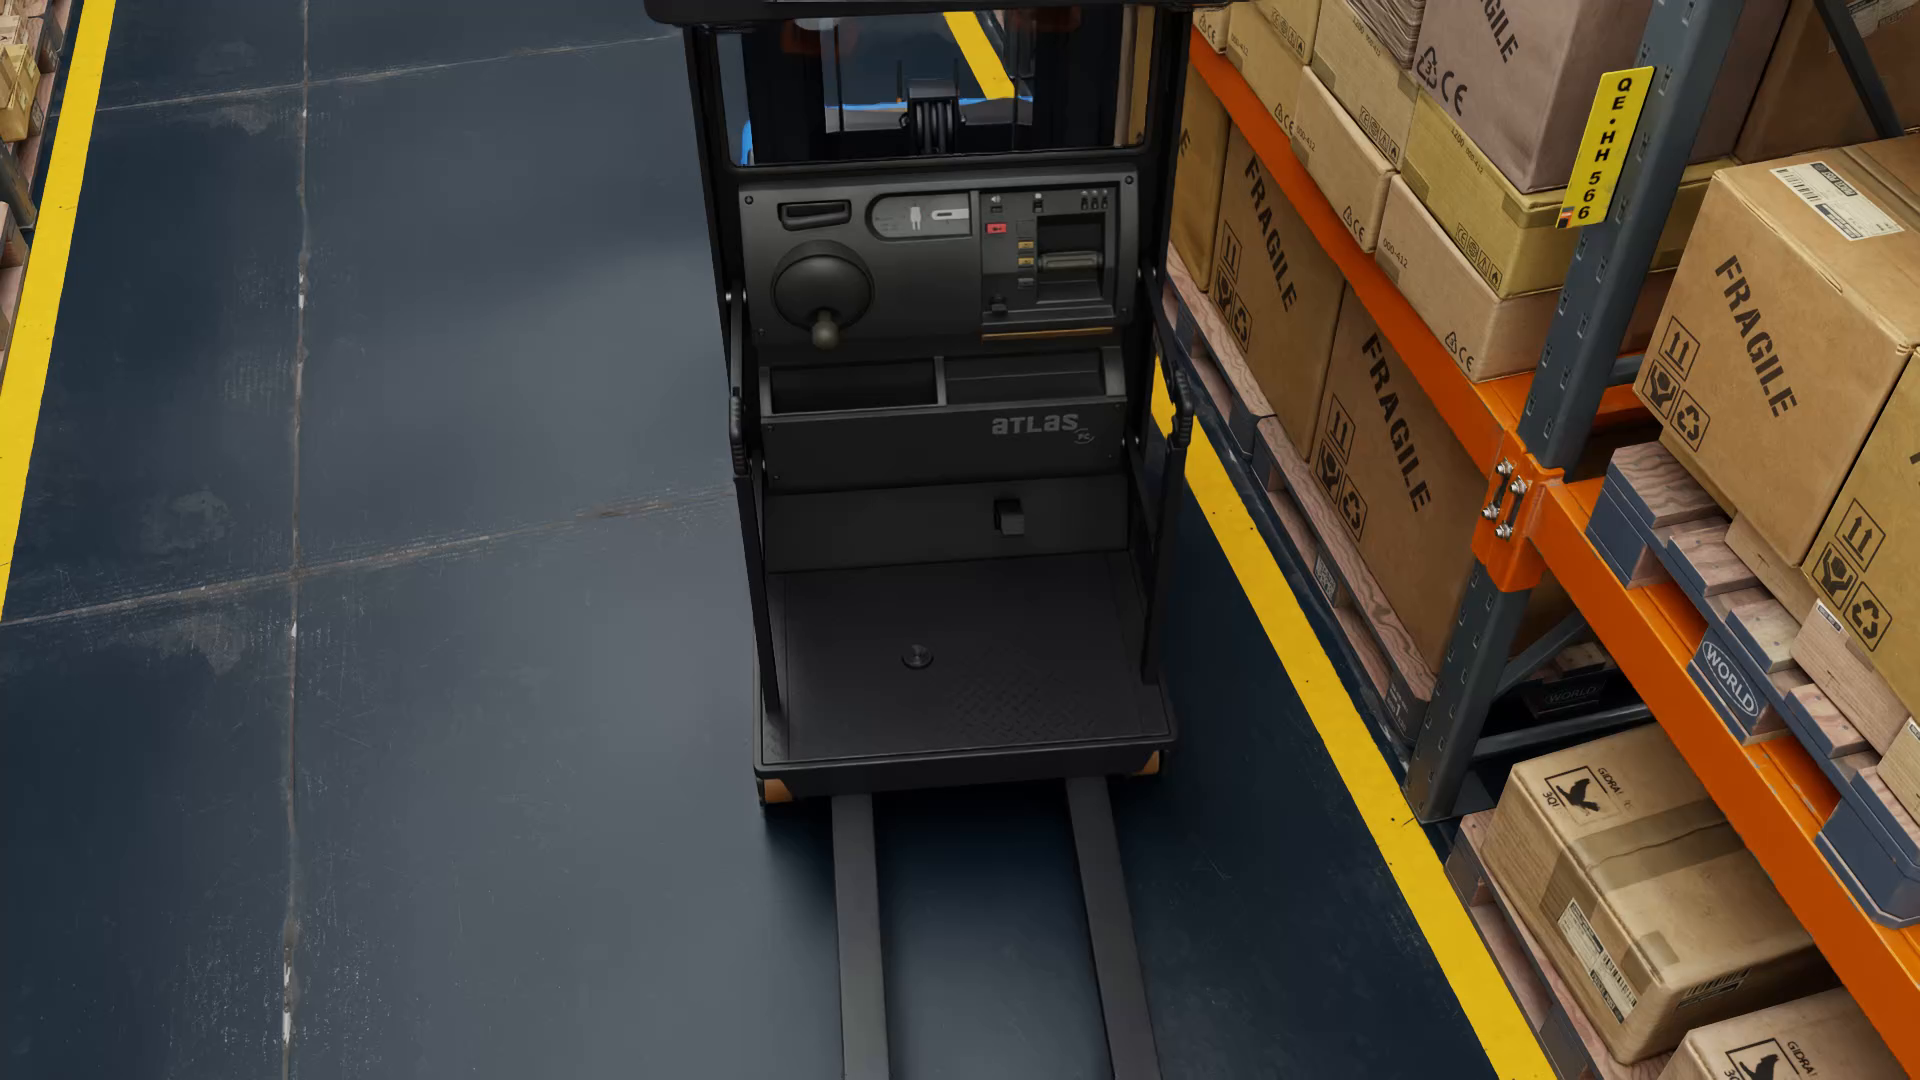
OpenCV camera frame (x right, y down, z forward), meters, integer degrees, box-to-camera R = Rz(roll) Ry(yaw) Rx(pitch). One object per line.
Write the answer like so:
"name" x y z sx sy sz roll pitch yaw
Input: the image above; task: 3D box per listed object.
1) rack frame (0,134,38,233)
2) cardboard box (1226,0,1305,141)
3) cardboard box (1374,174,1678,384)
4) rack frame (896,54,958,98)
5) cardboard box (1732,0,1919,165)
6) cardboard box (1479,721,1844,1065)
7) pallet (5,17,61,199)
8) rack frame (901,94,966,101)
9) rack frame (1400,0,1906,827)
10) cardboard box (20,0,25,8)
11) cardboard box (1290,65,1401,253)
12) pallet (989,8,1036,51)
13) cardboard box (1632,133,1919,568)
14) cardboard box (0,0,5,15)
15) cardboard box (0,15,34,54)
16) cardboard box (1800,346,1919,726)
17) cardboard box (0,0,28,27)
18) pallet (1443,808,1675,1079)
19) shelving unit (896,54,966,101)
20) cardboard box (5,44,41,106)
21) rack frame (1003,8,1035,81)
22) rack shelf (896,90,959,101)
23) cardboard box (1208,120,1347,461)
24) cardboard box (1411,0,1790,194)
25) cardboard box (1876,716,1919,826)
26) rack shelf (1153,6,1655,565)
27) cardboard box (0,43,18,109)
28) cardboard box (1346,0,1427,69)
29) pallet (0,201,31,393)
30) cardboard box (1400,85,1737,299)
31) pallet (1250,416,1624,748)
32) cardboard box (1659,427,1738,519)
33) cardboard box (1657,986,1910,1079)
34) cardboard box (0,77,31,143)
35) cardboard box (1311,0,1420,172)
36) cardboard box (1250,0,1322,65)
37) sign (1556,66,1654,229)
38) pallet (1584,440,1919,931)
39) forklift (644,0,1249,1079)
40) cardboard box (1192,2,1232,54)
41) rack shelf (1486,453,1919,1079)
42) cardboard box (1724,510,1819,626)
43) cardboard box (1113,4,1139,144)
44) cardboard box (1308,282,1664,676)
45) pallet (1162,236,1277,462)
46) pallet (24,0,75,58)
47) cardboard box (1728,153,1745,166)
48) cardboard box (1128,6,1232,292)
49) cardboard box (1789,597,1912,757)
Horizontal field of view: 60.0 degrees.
"rack frame" -4.073 -2.196 5.302 1.000 3.000 0.127 -11 47 -10
"cardboard box" 1.070 -1.359 4.587 0.500 0.250 0.500 -11 47 -11
"cardboard box" 1.329 -0.658 3.900 0.500 0.250 0.500 -12 47 -12
"rack frame" -0.105 -1.171 5.662 0.200 1.050 0.008 -4 46 -4
"cardboard box" 1.820 -1.179 3.536 0.500 0.500 0.500 -12 47 -12
"cardboard box" 1.845 0.755 3.955 0.950 0.372 0.625 -14 47 -13
"pallet" -4.280 -1.677 6.746 1.003 0.211 1.213 -11 47 -10
"rack frame" -0.082 -0.997 5.492 0.200 1.050 0.008 -4 46 -4
"rack frame" 1.710 -0.409 3.551 1.000 3.000 0.127 -11 47 -10
"cardboard box" -4.254 -2.347 7.152 0.380 0.149 0.250 -13 47 -12
"cardboard box" 1.183 -1.008 4.243 0.500 0.250 0.500 -10 46 -10
"pallet" 0.567 -2.734 7.782 1.003 0.211 1.213 -11 47 -10
"cardboard box" 1.601 -0.342 2.913 0.500 0.500 0.500 -12 47 -11
"cardboard box" -4.172 -2.265 6.863 0.380 0.149 0.250 -13 47 -12
"cardboard box" -4.038 -2.001 6.813 0.380 0.149 0.250 -11 47 -11
"cardboard box" 1.742 0.016 2.562 0.500 0.500 0.500 -9 46 -8
"cardboard box" -4.151 -2.167 6.976 0.380 0.149 0.250 -12 47 -11
"pallet" 1.908 1.107 4.018 1.003 0.211 1.213 -11 47 -10
"shelving unit" -0.094 -1.084 5.577 0.215 1.050 0.252 -4 46 -4
"cardboard box" -3.924 -1.839 6.654 0.380 0.149 0.250 -9 46 -9
"rack frame" 0.686 -3.171 6.257 1.000 3.000 0.127 -11 47 -10
"rack shelf" -0.094 -1.275 5.382 0.215 0.259 0.240 -4 46 -4
"cardboard box" 1.389 -0.921 5.246 0.875 0.875 0.875 -10 46 -10
"cardboard box" 1.325 -1.103 3.461 0.500 0.500 0.500 -12 47 -11
"cardboard box" 1.729 0.382 2.657 0.380 0.149 0.250 -10 47 -10
"rack shelf" 1.198 -1.538 5.161 1.077 0.370 4.000 -11 47 -10
"cardboard box" -3.857 -1.758 6.367 0.380 0.149 0.250 -9 46 -8
"cardboard box" 1.185 -1.456 3.807 0.500 0.500 0.500 -10 46 -10
"pallet" -3.873 -0.683 5.771 1.003 0.211 1.213 -11 47 -10
"cardboard box" 1.340 -0.820 3.708 0.500 0.250 0.500 -11 47 -10
"pallet" 1.581 0.009 5.094 1.003 0.211 1.213 -11 47 -10
"cardboard box" 1.613 -0.210 3.237 0.380 0.149 0.250 -13 47 -13
"cardboard box" 2.041 1.263 3.457 0.950 0.372 0.625 -12 47 -11
"cardboard box" -3.856 -1.655 6.474 0.380 0.149 0.250 -13 47 -12
"cardboard box" 1.205 -1.173 4.054 0.500 0.250 0.500 -12 47 -11
"cardboard box" 1.055 -1.523 4.397 0.500 0.250 0.500 -12 47 -11
"sign" 1.174 -0.711 3.036 0.100 0.325 0.005 -11 47 -10
"pallet" 1.995 0.130 3.156 1.213 0.211 1.003 -11 47 -10
"forklift" -0.021 -0.568 3.754 1.130 2.935 3.031 -4 46 -4
"cardboard box" 0.912 -1.706 4.926 0.500 0.250 0.500 -11 47 -11
"rack shelf" 2.222 1.223 2.455 1.077 0.370 4.000 -11 47 -10
"cardboard box" 1.653 -0.009 3.040 0.380 0.149 0.250 -13 47 -13
"cardboard box" 0.922 -2.161 6.461 0.875 0.875 0.875 -9 46 -9
"cardboard box" 1.613 -0.305 4.642 0.875 0.875 0.875 -11 47 -11
"pallet" 1.272 -0.832 5.918 1.003 0.211 1.213 -11 47 -10
"pallet" -4.595 -2.521 7.573 1.003 0.211 1.213 -11 47 -10
"cardboard box" 1.819 -0.927 3.813 0.500 0.250 0.500 -11 47 -11
"cardboard box" 1.161 -1.539 5.851 0.875 0.875 0.875 -9 46 -9
"cardboard box" 1.679 0.189 2.847 0.380 0.149 0.250 -14 47 -13
